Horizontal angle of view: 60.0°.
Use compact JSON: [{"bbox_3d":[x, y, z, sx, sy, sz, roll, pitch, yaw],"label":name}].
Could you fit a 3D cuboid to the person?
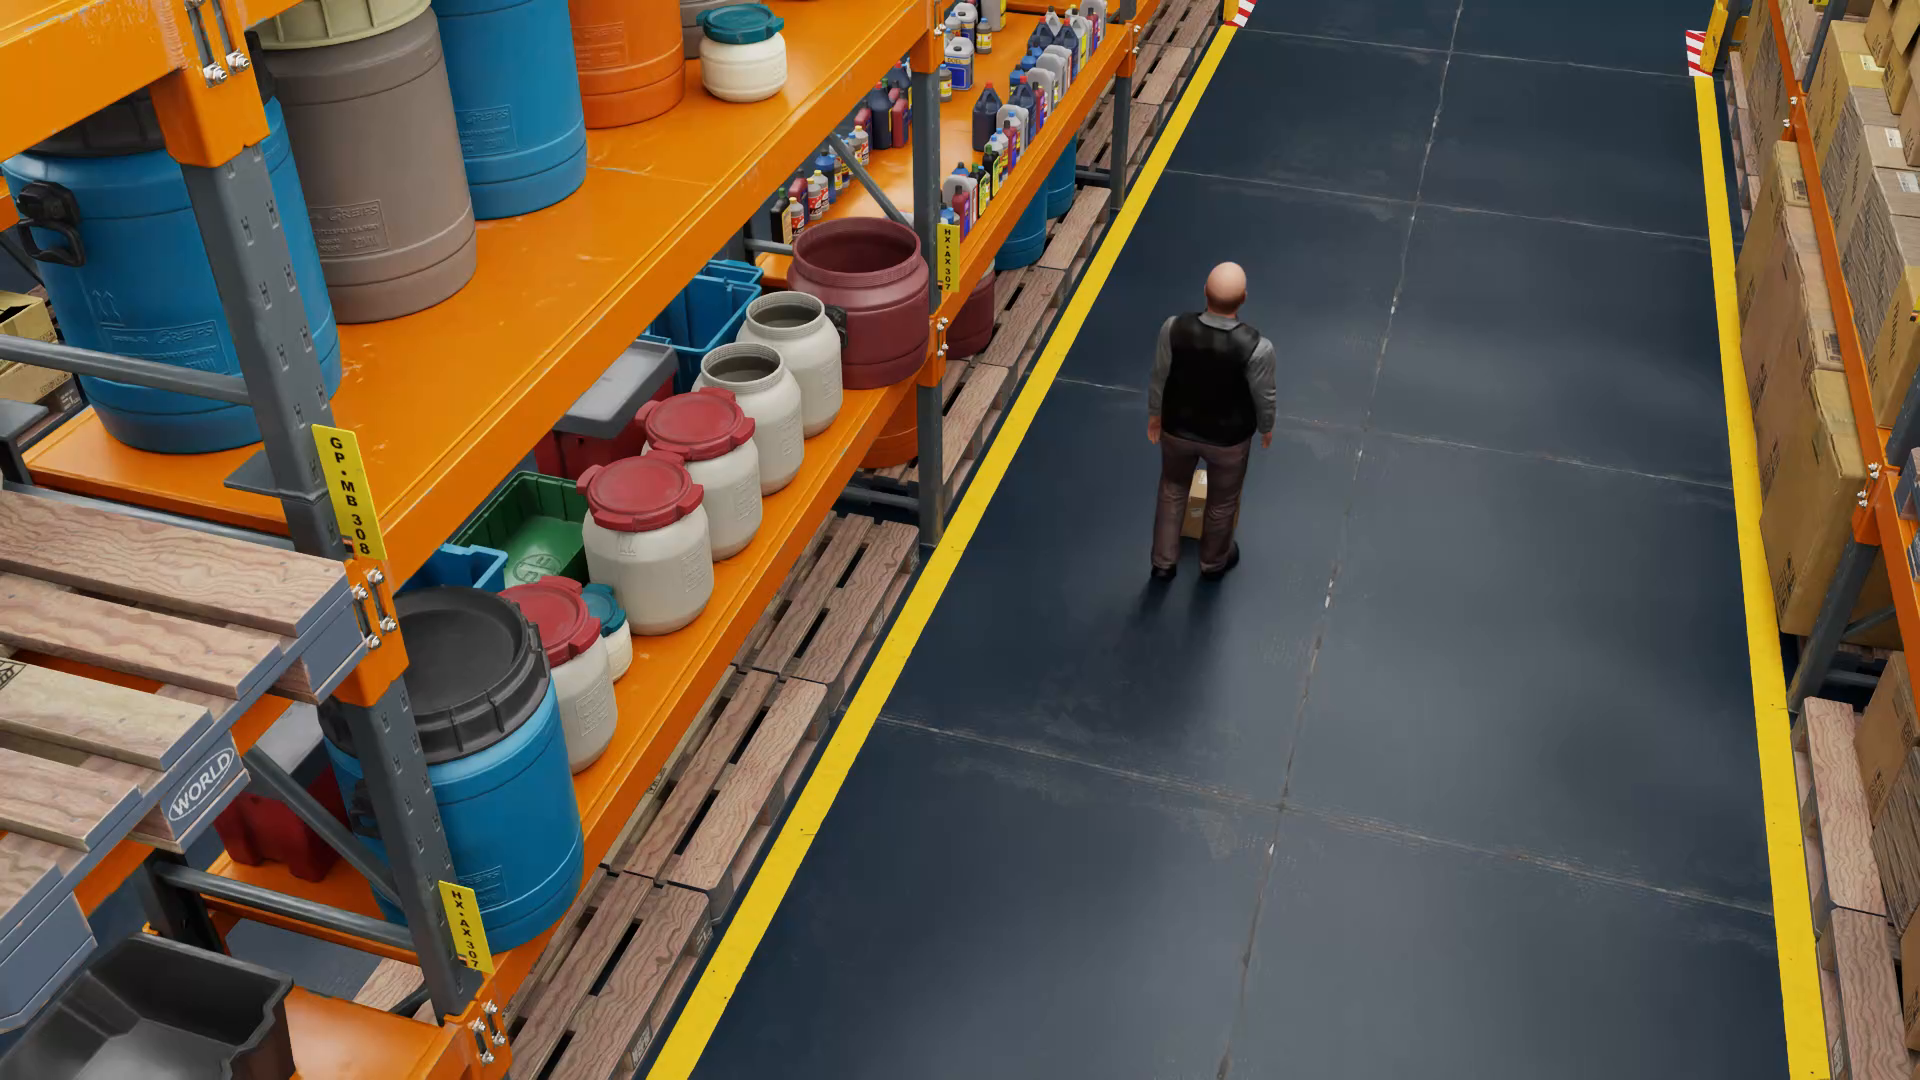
[{"bbox_3d":[1.160,-0.506,7.621,0.576,1.788,0.513,15,39,20],"label":"person"}]
